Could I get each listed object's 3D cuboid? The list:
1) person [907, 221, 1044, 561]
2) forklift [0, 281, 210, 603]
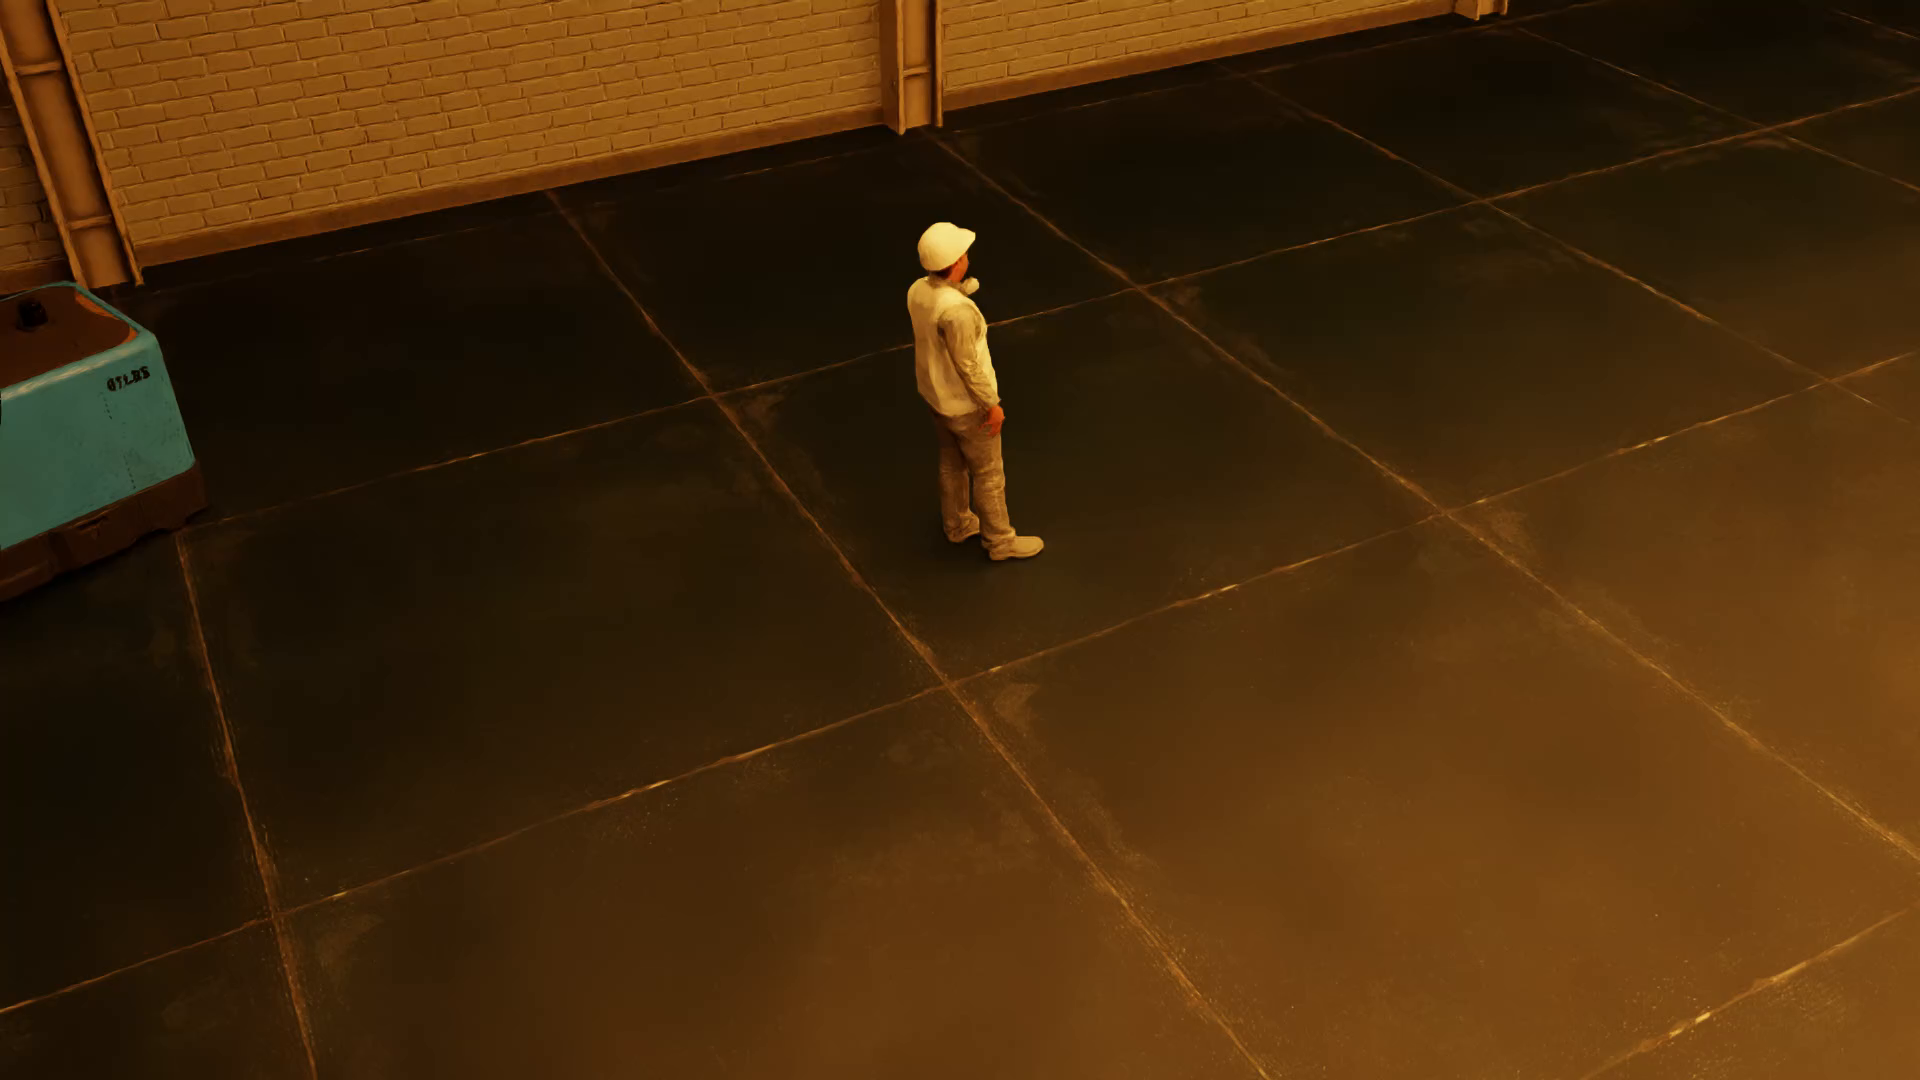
[{"bbox_3d":[0.059,-0.743,8.164,0.567,1.773,0.632,-17,39,-23],"label":"person"},{"bbox_3d":[-5.337,-0.889,7.380,1.130,2.935,3.031,27,44,33],"label":"forklift"}]
